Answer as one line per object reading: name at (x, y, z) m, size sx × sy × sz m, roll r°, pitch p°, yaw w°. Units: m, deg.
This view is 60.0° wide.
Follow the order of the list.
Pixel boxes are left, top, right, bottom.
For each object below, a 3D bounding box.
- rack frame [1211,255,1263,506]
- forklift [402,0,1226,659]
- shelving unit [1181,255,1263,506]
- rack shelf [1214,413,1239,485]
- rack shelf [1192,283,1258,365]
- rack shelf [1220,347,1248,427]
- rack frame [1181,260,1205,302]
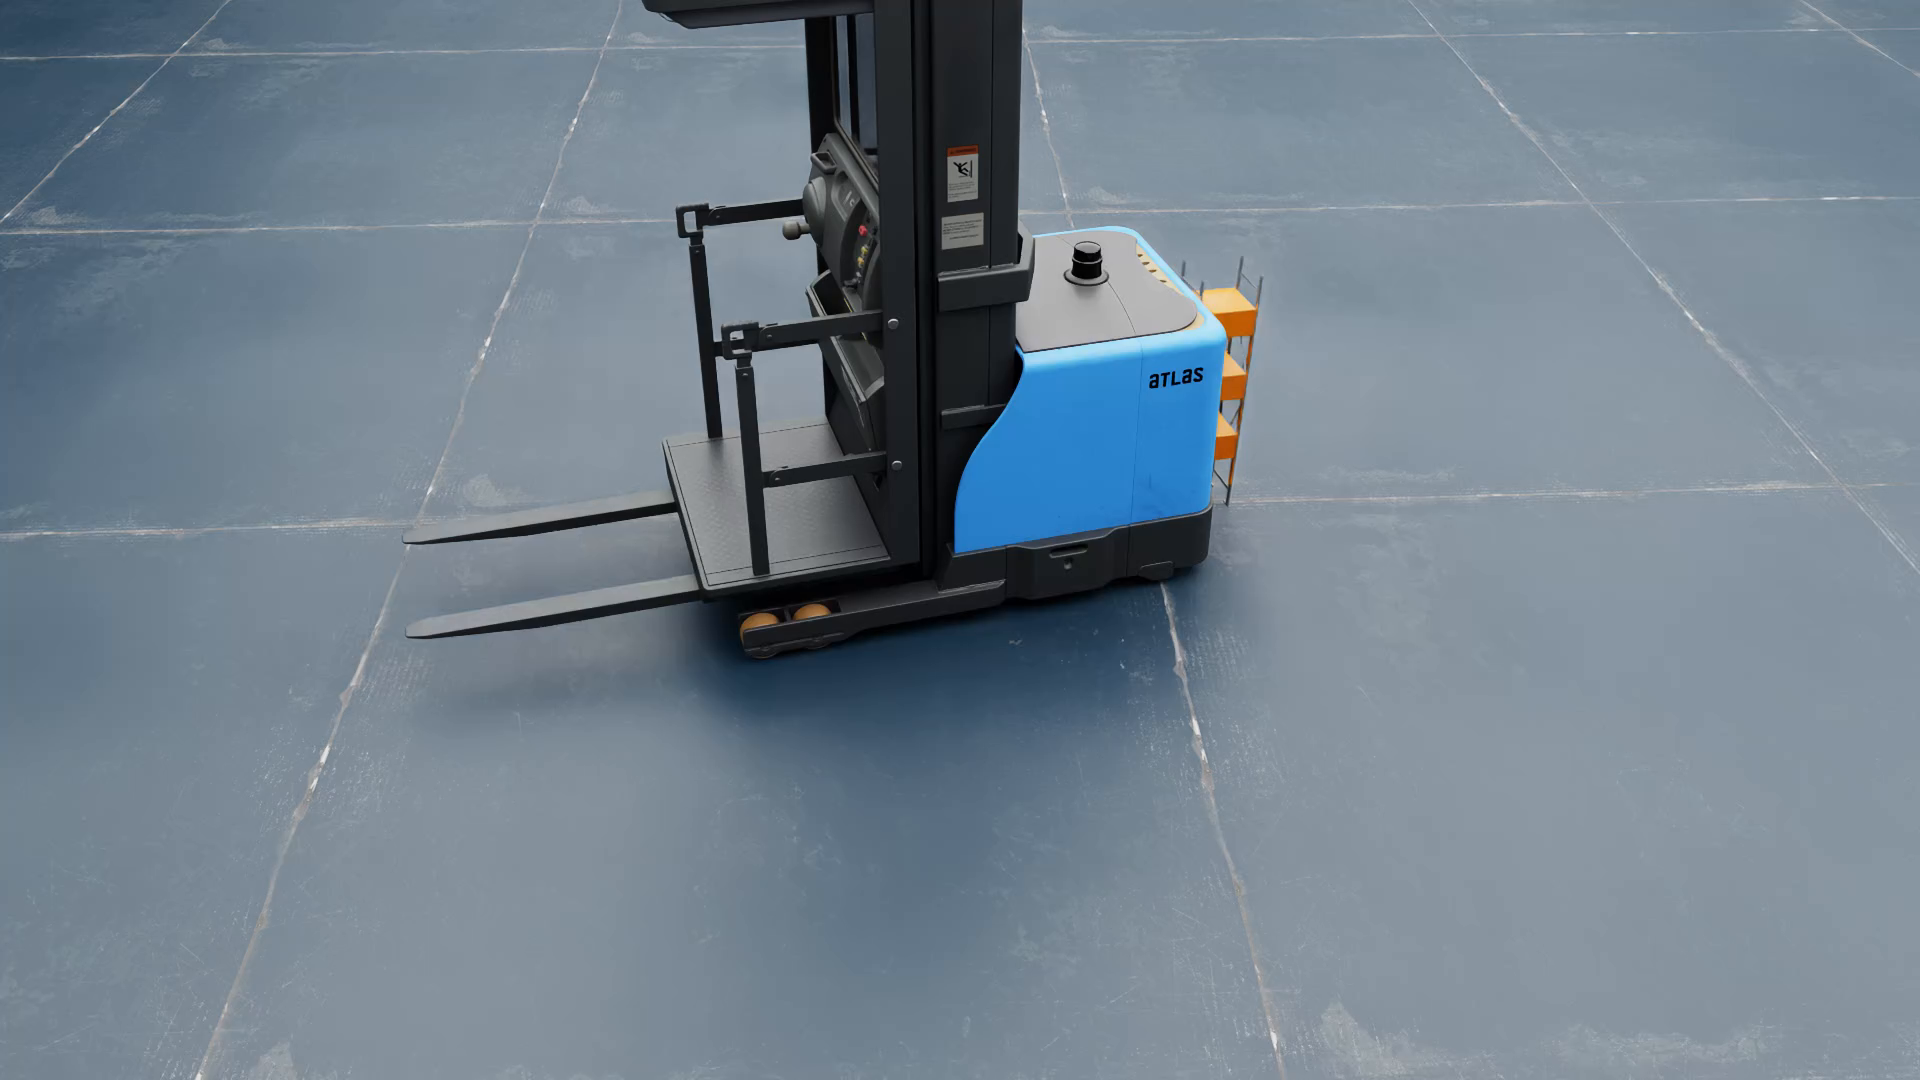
rack frame at (1.112, -0.631, 6.739) m, size 0.008 × 1.050 × 0.200 m, roll -7°, pitch 35°, yaw -14°
forklift at (-0.597, -1.105, 5.771) m, size 3.031 × 2.935 × 1.130 m, roll -10°, pitch 36°, yaw -13°
shelving unit at (0.995, -0.615, 6.708) m, size 0.252 × 1.050 × 0.215 m, roll -7°, pitch 35°, yaw -14°
rack shelf at (0.985, -0.376, 6.870) m, size 0.240 × 0.259 × 0.215 m, roll -7°, pitch 35°, yaw -14°
rack shelf at (1.005, -0.841, 6.555) m, size 0.240 × 0.259 × 0.215 m, roll -7°, pitch 35°, yaw -14°
rack shelf at (0.995, -0.607, 6.714) m, size 0.240 × 0.259 × 0.215 m, roll -7°, pitch 35°, yaw -14°
rack frame at (0.878, -0.600, 6.678) m, size 0.008 × 1.050 × 0.200 m, roll -7°, pitch 35°, yaw -14°
